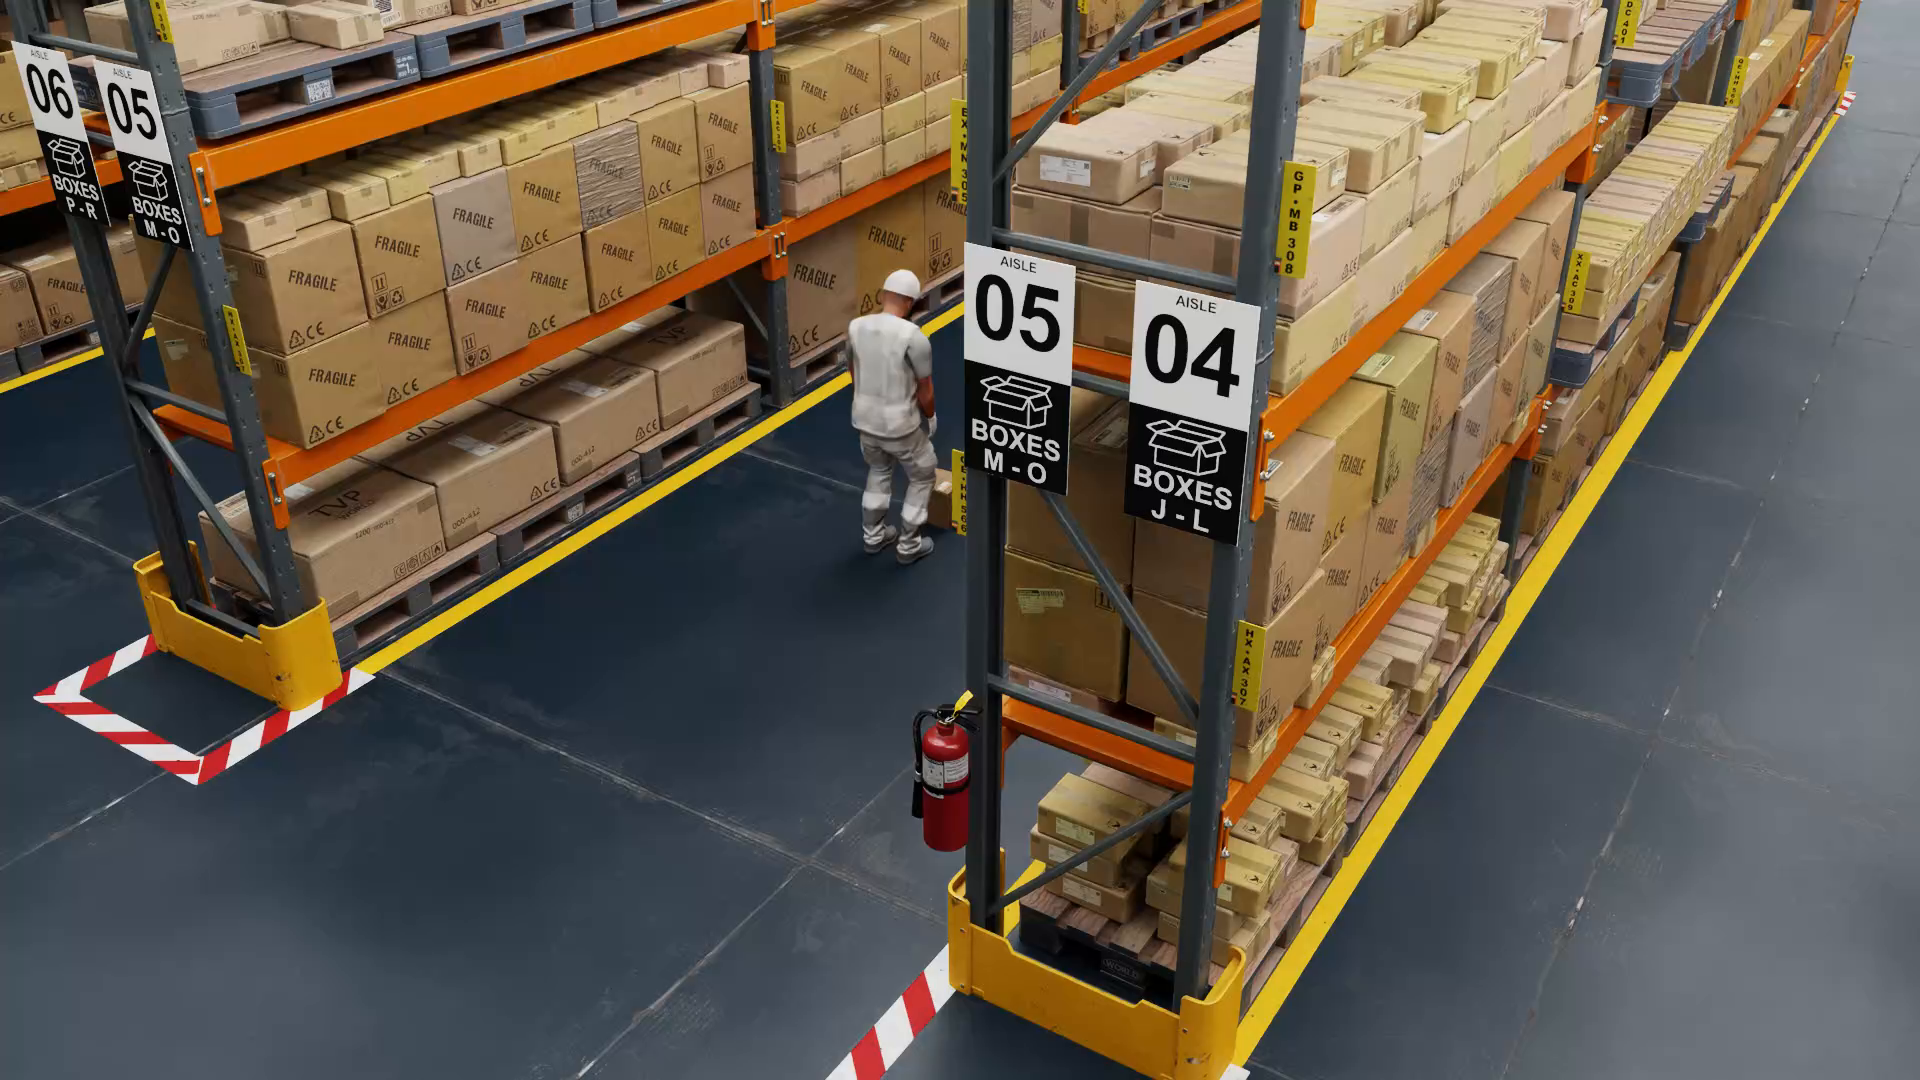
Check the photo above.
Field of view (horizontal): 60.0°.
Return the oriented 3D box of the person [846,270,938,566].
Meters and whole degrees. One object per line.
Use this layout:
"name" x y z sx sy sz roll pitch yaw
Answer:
"person" -0.382 -0.694 9.451 0.554 1.698 0.516 18 35 29
